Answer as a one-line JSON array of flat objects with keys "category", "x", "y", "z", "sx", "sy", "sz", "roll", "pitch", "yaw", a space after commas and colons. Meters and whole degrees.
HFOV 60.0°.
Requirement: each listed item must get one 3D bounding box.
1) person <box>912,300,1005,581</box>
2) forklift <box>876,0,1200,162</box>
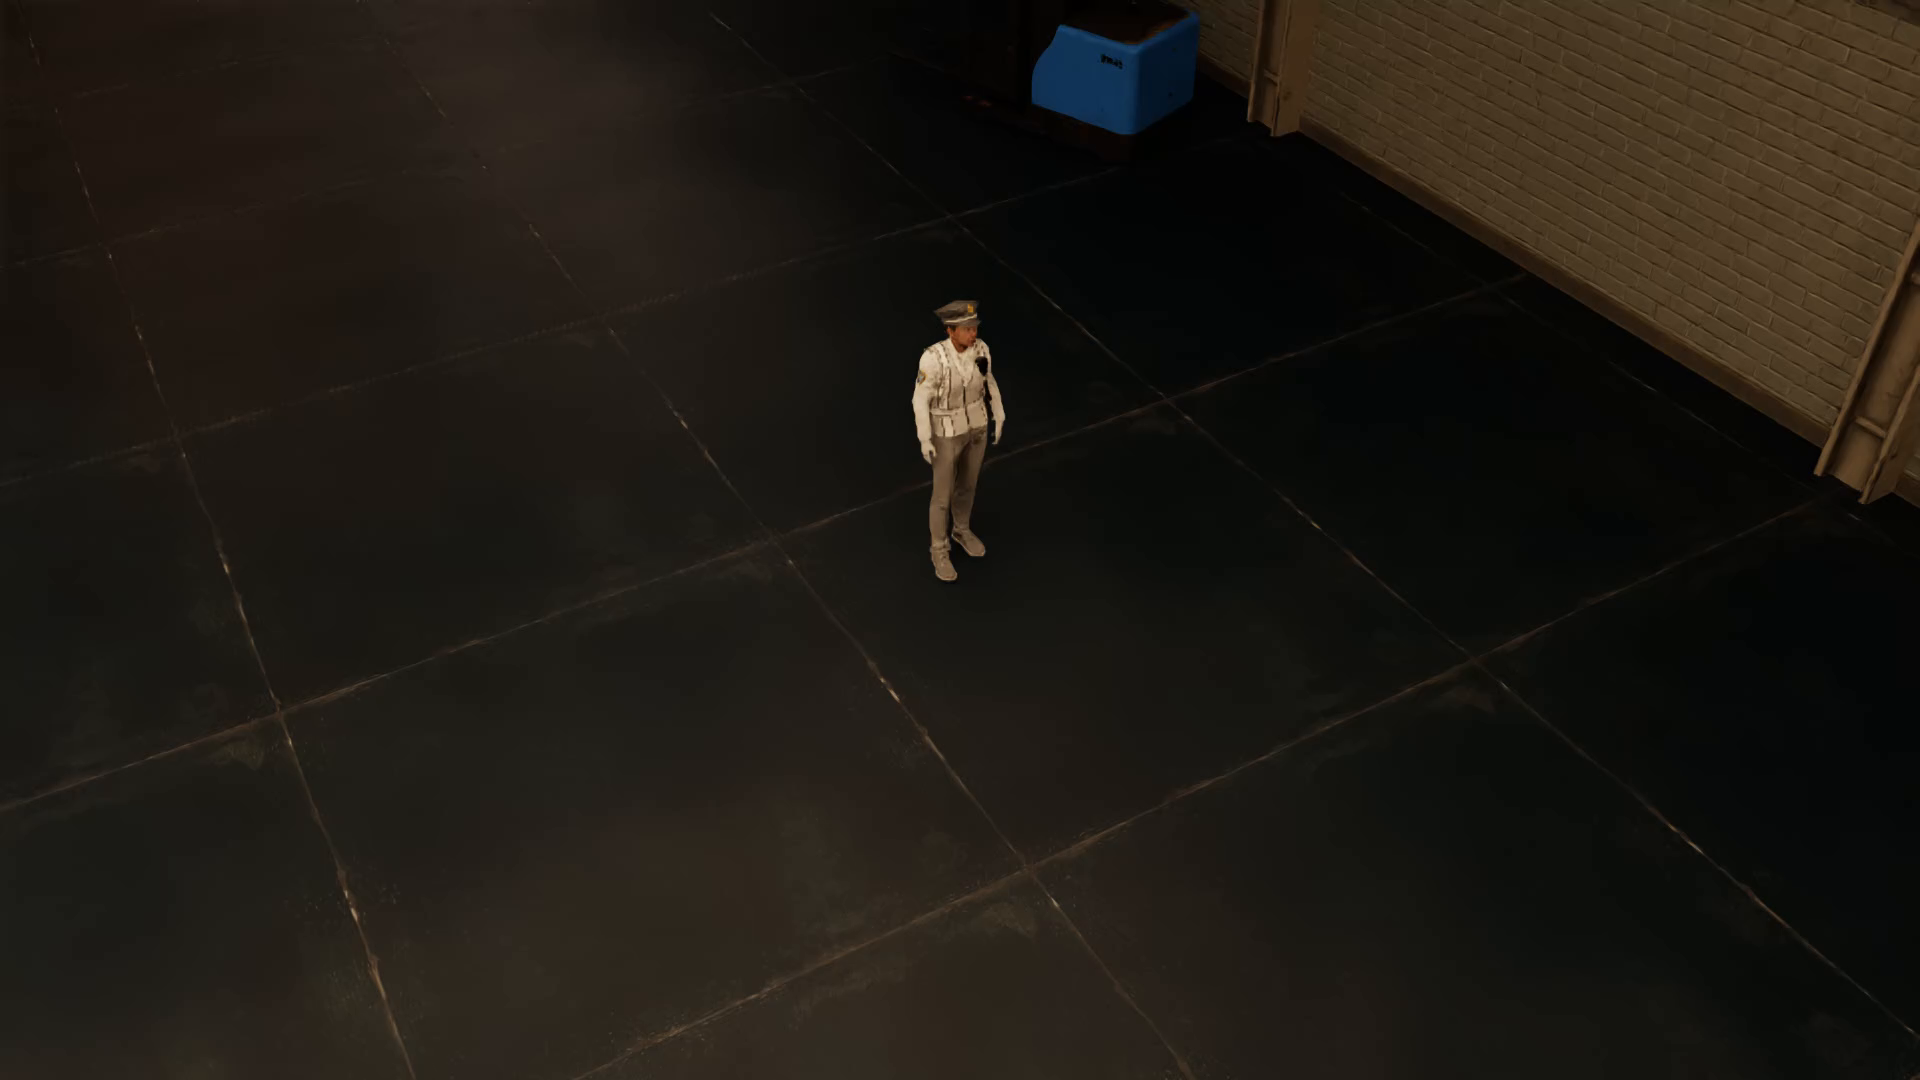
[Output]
[{"category": "person", "x": 0.028, "y": -0.618, "z": 9.739, "sx": 0.586, "sy": 1.695, "sz": 0.532, "roll": -20, "pitch": 44, "yaw": -23}, {"category": "forklift", "x": 0.591, "y": -5.117, "z": 14.205, "sx": 3.031, "sy": 2.935, "sz": 1.130, "roll": 28, "pitch": 47, "yaw": 30}]
